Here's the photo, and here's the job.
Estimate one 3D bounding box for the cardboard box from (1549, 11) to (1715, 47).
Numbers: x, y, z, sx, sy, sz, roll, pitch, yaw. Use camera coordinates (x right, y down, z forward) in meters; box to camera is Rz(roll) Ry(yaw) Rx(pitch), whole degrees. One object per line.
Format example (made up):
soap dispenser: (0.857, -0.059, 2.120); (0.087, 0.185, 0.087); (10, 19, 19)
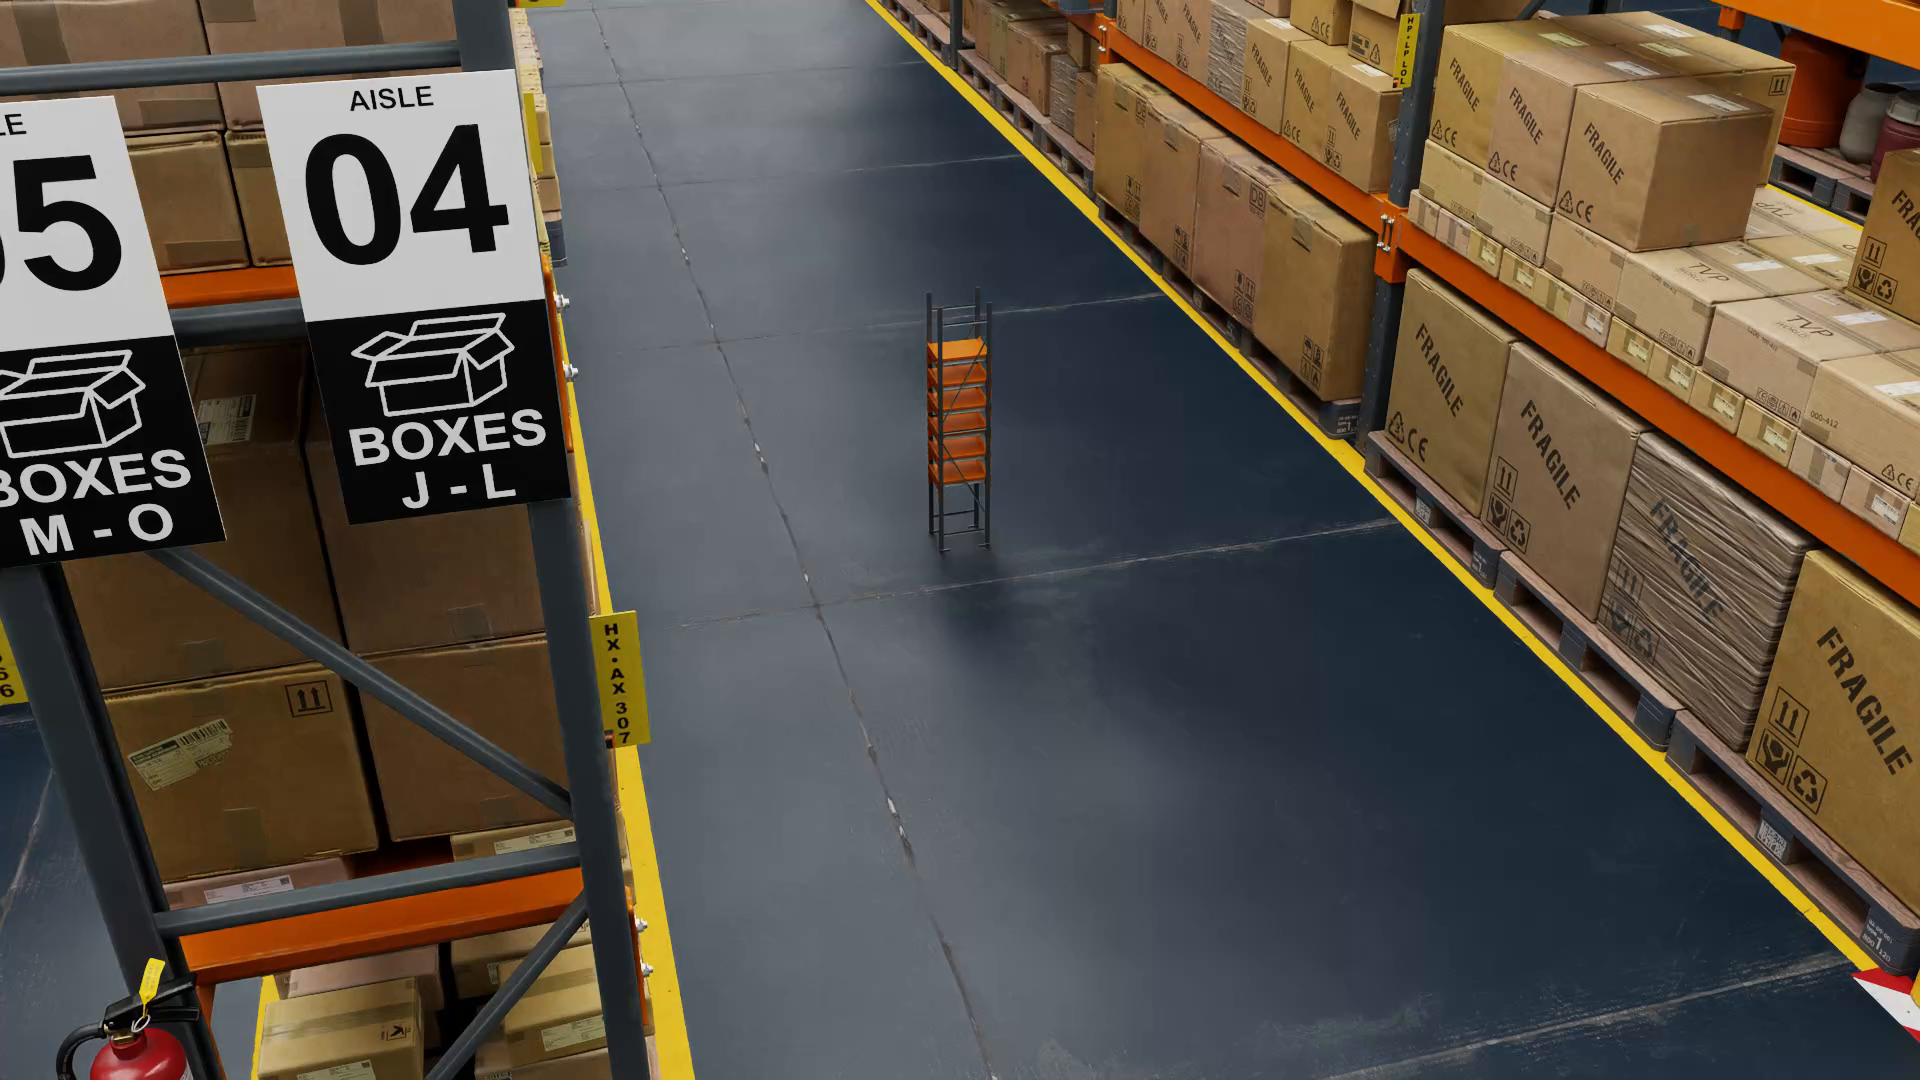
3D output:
cardboard box: (2.908, -2.009, 7.330); (0.500, 0.500, 0.500); (-7, 31, -12)

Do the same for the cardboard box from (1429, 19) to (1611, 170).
cardboard box: (2.409, -1.930, 7.194); (0.500, 0.500, 0.500); (-8, 31, -13)

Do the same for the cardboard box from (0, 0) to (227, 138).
cardboard box: (-1.586, -0.902, 2.971); (0.500, 0.250, 0.500); (-9, 31, -15)

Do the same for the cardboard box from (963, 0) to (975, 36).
cardboard box: (0.337, -4.969, 15.416); (0.500, 0.500, 0.500); (-9, 31, -15)

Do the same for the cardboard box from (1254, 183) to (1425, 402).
cardboard box: (2.339, -1.375, 8.833); (1.225, 0.875, 0.875); (-8, 31, -13)

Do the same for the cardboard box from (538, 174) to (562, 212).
cardboard box: (-1.942, -1.520, 7.214); (0.380, 0.149, 0.250); (-9, 31, -16)

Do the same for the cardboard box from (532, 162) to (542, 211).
cardboard box: (-1.477, -0.864, 4.853); (0.500, 0.500, 0.500); (-9, 31, -15)

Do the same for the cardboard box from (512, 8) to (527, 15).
cardboard box: (-2.429, -2.658, 8.585); (0.380, 0.149, 0.250); (-6, 31, -11)

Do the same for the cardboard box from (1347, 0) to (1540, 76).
cardboard box: (2.351, -2.591, 8.132); (0.797, 0.503, 0.637); (-9, 31, -15)

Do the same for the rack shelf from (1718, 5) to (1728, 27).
rack shelf: (5.711, -5.052, 14.202); (1.077, 0.370, 4.000); (-8, 31, -13)

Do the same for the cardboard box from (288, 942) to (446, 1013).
cardboard box: (-1.615, 1.180, 4.550); (0.380, 0.149, 0.250); (-7, 31, -12)

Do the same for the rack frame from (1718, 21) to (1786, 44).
rack frame: (6.242, -4.397, 12.352); (1.000, 3.000, 0.127); (-8, 31, -13)

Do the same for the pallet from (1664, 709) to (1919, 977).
pallet: (3.302, 0.956, 5.887); (1.003, 0.211, 1.213); (-8, 31, -13)

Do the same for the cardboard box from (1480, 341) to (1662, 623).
cardboard box: (2.865, -0.305, 6.984); (0.875, 0.875, 0.875); (-8, 31, -13)

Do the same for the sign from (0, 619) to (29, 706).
sign: (-1.759, 0.162, 3.004); (0.100, 0.325, 0.005); (-8, 31, -13)

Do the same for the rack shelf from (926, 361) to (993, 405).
rack shelf: (-0.004, -0.696, 7.364); (0.258, 0.103, 0.180); (-8, 31, -13)

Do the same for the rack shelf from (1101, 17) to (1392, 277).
rack shelf: (1.997, -2.461, 9.726); (1.077, 0.370, 4.000); (-8, 31, -13)

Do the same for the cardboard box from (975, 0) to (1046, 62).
cardboard box: (0.547, -4.480, 14.551); (0.700, 0.500, 0.500); (-10, 32, -17)

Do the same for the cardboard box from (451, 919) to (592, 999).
cardboard box: (-1.220, 1.115, 4.662); (0.380, 0.149, 0.250); (-7, 31, -12)

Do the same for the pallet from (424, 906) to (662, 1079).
pallet: (-1.421, 1.509, 4.932); (1.003, 0.211, 1.213); (-8, 31, -13)

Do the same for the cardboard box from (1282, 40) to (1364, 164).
cardboard box: (2.016, -2.279, 8.594); (0.500, 0.500, 0.500); (-7, 31, -12)

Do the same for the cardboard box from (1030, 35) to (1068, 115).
cardboard box: (0.953, -3.707, 13.217); (0.700, 0.500, 0.500); (-5, 30, -9)

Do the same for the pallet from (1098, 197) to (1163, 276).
pallet: (1.603, -2.141, 11.238); (1.003, 0.211, 1.213); (-8, 31, -13)

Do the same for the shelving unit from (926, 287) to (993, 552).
shelving unit: (-0.004, -0.526, 7.462); (0.258, 1.200, 0.189); (-8, 31, -13)

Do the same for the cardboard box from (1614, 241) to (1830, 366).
cardboard box: (2.794, -0.879, 6.127); (0.500, 0.250, 0.500); (-8, 31, -13)

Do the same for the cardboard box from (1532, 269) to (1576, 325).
cardboard box: (2.566, -1.006, 6.745); (0.380, 0.149, 0.250); (-8, 31, -14)

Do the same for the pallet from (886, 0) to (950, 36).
pallet: (-0.135, -5.374, 16.823); (1.003, 0.211, 1.213); (-8, 31, -13)

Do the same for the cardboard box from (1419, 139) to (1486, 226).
cardboard box: (2.400, -1.609, 7.388); (0.500, 0.250, 0.500); (-8, 31, -14)

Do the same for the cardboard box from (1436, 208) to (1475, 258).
cardboard box: (2.356, -1.384, 7.397); (0.380, 0.149, 0.250); (-9, 31, -15)

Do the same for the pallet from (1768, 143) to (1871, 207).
pallet: (6.491, -2.815, 12.403); (1.003, 0.211, 1.213); (-8, 31, -13)

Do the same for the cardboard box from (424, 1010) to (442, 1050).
cardboard box: (-1.652, 1.309, 4.624); (0.380, 0.149, 0.250); (-9, 31, -14)

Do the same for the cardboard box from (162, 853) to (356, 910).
cardboard box: (-1.578, 0.725, 3.754); (0.380, 0.149, 0.250); (-8, 31, -13)

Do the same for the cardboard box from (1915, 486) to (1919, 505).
cardboard box: (3.205, -0.137, 4.846); (0.500, 0.250, 0.500); (-8, 31, -14)

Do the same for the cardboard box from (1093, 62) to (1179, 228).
cardboard box: (1.630, -2.665, 11.061); (1.225, 0.875, 0.875); (-9, 31, -16)

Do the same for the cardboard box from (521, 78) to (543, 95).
cardboard box: (-2.022, -1.912, 7.296); (0.380, 0.149, 0.250); (-7, 31, -12)

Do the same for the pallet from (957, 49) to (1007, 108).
pallet: (0.613, -4.088, 14.602); (1.003, 0.211, 1.213); (-8, 31, -13)

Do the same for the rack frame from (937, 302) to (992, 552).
rack frame: (0.020, -0.482, 7.385); (0.240, 1.200, 0.006); (-8, 31, -13)

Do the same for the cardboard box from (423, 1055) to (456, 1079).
cardboard box: (-1.560, 1.562, 4.484); (0.380, 0.149, 0.250); (-7, 31, -12)

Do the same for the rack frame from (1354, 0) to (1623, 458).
rack frame: (2.528, -1.807, 7.877); (1.000, 3.000, 0.127); (-8, 31, -13)

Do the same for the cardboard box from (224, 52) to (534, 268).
cardboard box: (-1.092, -0.748, 3.204); (0.500, 0.250, 0.500); (-7, 31, -12)

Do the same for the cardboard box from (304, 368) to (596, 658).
cardboard box: (-1.082, -0.121, 3.570); (0.500, 0.500, 0.500); (-8, 31, -14)

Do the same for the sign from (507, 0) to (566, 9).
sign: (-0.696, -1.013, 2.639); (0.100, 0.325, 0.005); (-8, 31, -13)

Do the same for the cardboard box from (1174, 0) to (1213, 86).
cardboard box: (1.612, -3.015, 9.865); (0.500, 0.500, 0.500); (-8, 31, -14)

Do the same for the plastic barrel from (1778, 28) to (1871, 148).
plastic barrel: (6.388, -3.406, 12.387); (0.600, 0.830, 0.708); (-8, 31, -13)

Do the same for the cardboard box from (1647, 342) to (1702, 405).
cardboard box: (2.773, -0.633, 6.099); (0.380, 0.149, 0.250); (-7, 31, -12)

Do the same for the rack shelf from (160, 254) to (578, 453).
rack shelf: (-1.750, -1.217, 4.582); (1.077, 0.370, 4.000); (-8, 31, -13)

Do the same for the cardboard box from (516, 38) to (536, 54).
cardboard box: (-2.220, -2.280, 7.933); (0.380, 0.149, 0.250); (-8, 31, -14)

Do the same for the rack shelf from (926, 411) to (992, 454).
rack shelf: (-0.004, -0.488, 7.484); (0.258, 0.103, 0.180); (-8, 31, -13)

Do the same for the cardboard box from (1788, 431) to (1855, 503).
cardboard box: (2.976, -0.262, 5.459); (0.380, 0.149, 0.250); (-7, 31, -12)

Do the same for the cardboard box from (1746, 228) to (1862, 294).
cardboard box: (3.305, -0.951, 6.251); (0.500, 0.250, 0.500); (-8, 31, -14)
